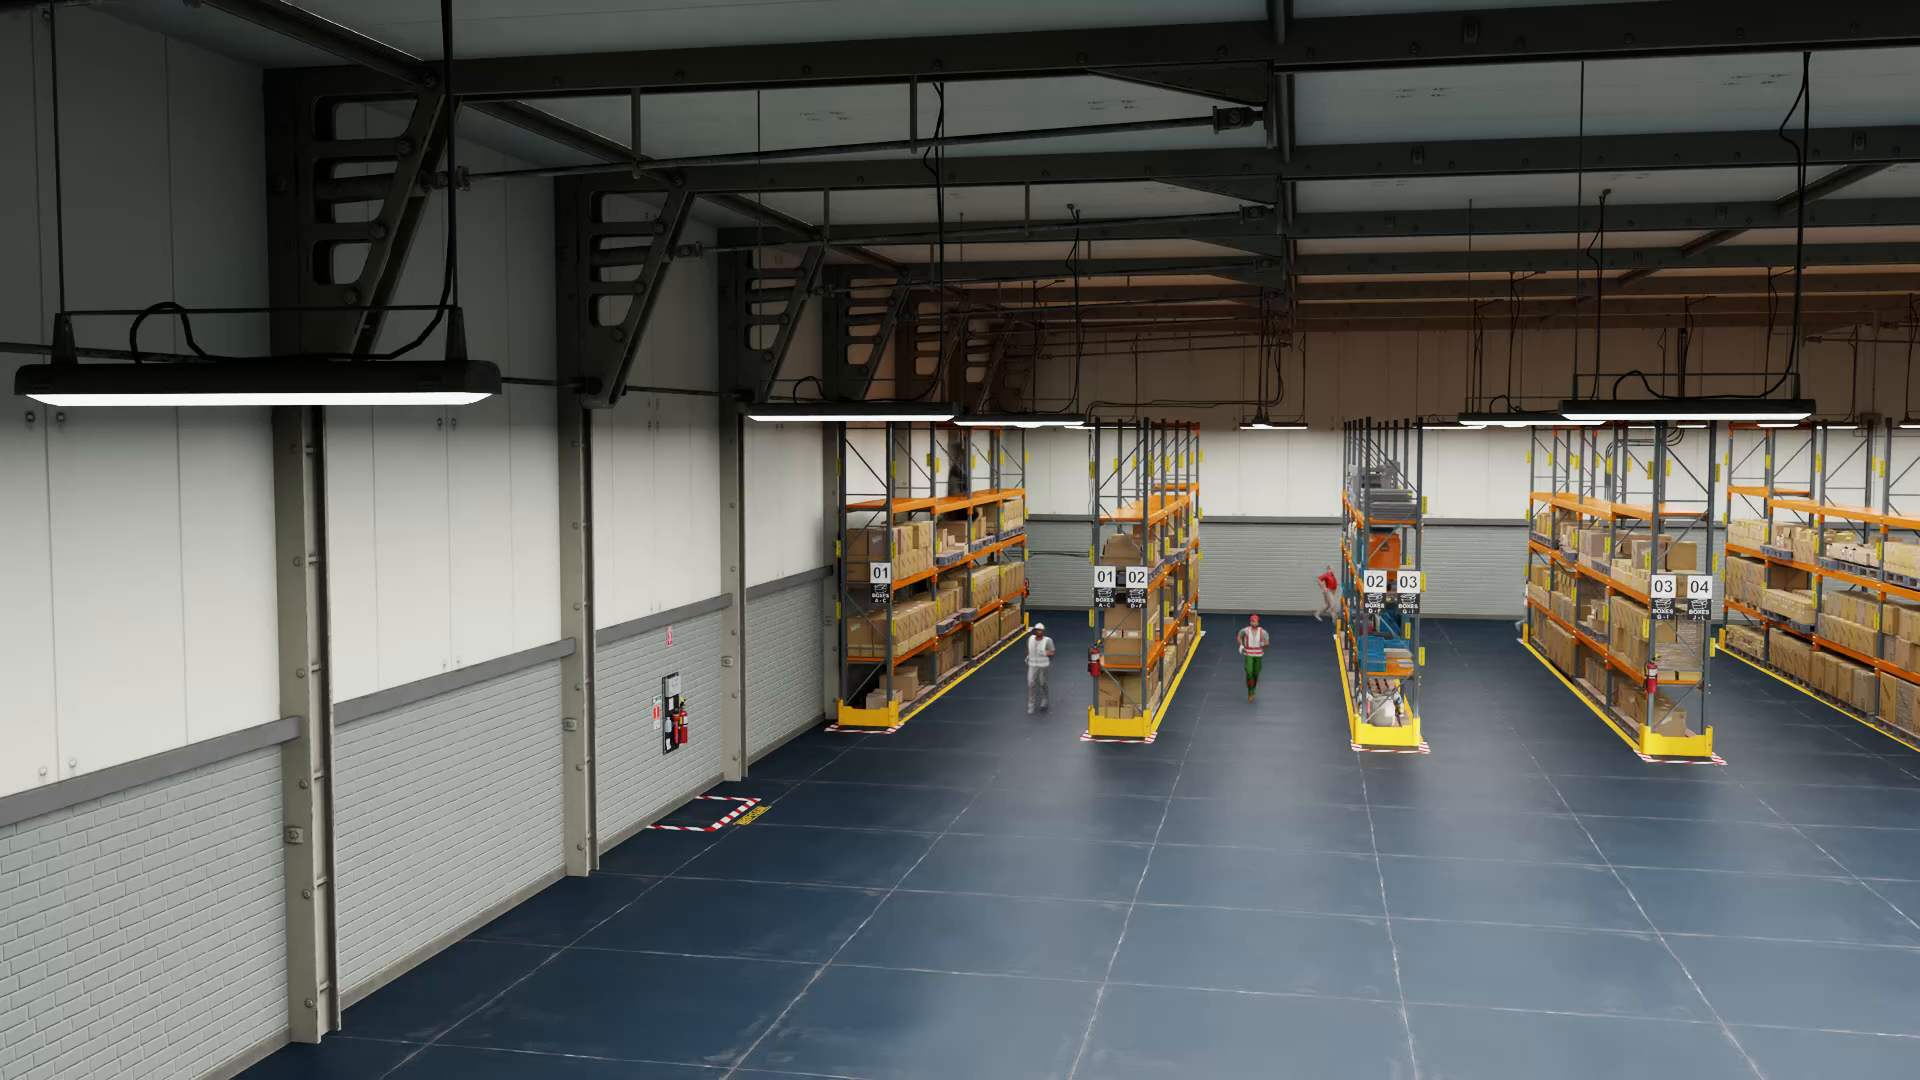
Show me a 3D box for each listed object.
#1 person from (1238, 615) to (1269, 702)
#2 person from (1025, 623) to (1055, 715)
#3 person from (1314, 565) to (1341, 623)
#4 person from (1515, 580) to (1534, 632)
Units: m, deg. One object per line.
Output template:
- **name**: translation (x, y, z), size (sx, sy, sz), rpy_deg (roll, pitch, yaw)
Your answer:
- **person**: translation (6.291, 2.514, 35.611), size (0.638, 1.845, 0.843), rpy_deg (0, 4, 1)
- **person**: translation (1.629, 2.615, 34.052), size (0.667, 1.838, 0.870), rpy_deg (1, 4, 17)
- **person**: translation (11.027, 1.637, 49.649), size (0.930, 1.763, 0.656), rpy_deg (2, 4, 31)
- **person**: translation (16.011, 1.850, 46.770), size (0.721, 1.661, 0.583), rpy_deg (2, 4, 26)
